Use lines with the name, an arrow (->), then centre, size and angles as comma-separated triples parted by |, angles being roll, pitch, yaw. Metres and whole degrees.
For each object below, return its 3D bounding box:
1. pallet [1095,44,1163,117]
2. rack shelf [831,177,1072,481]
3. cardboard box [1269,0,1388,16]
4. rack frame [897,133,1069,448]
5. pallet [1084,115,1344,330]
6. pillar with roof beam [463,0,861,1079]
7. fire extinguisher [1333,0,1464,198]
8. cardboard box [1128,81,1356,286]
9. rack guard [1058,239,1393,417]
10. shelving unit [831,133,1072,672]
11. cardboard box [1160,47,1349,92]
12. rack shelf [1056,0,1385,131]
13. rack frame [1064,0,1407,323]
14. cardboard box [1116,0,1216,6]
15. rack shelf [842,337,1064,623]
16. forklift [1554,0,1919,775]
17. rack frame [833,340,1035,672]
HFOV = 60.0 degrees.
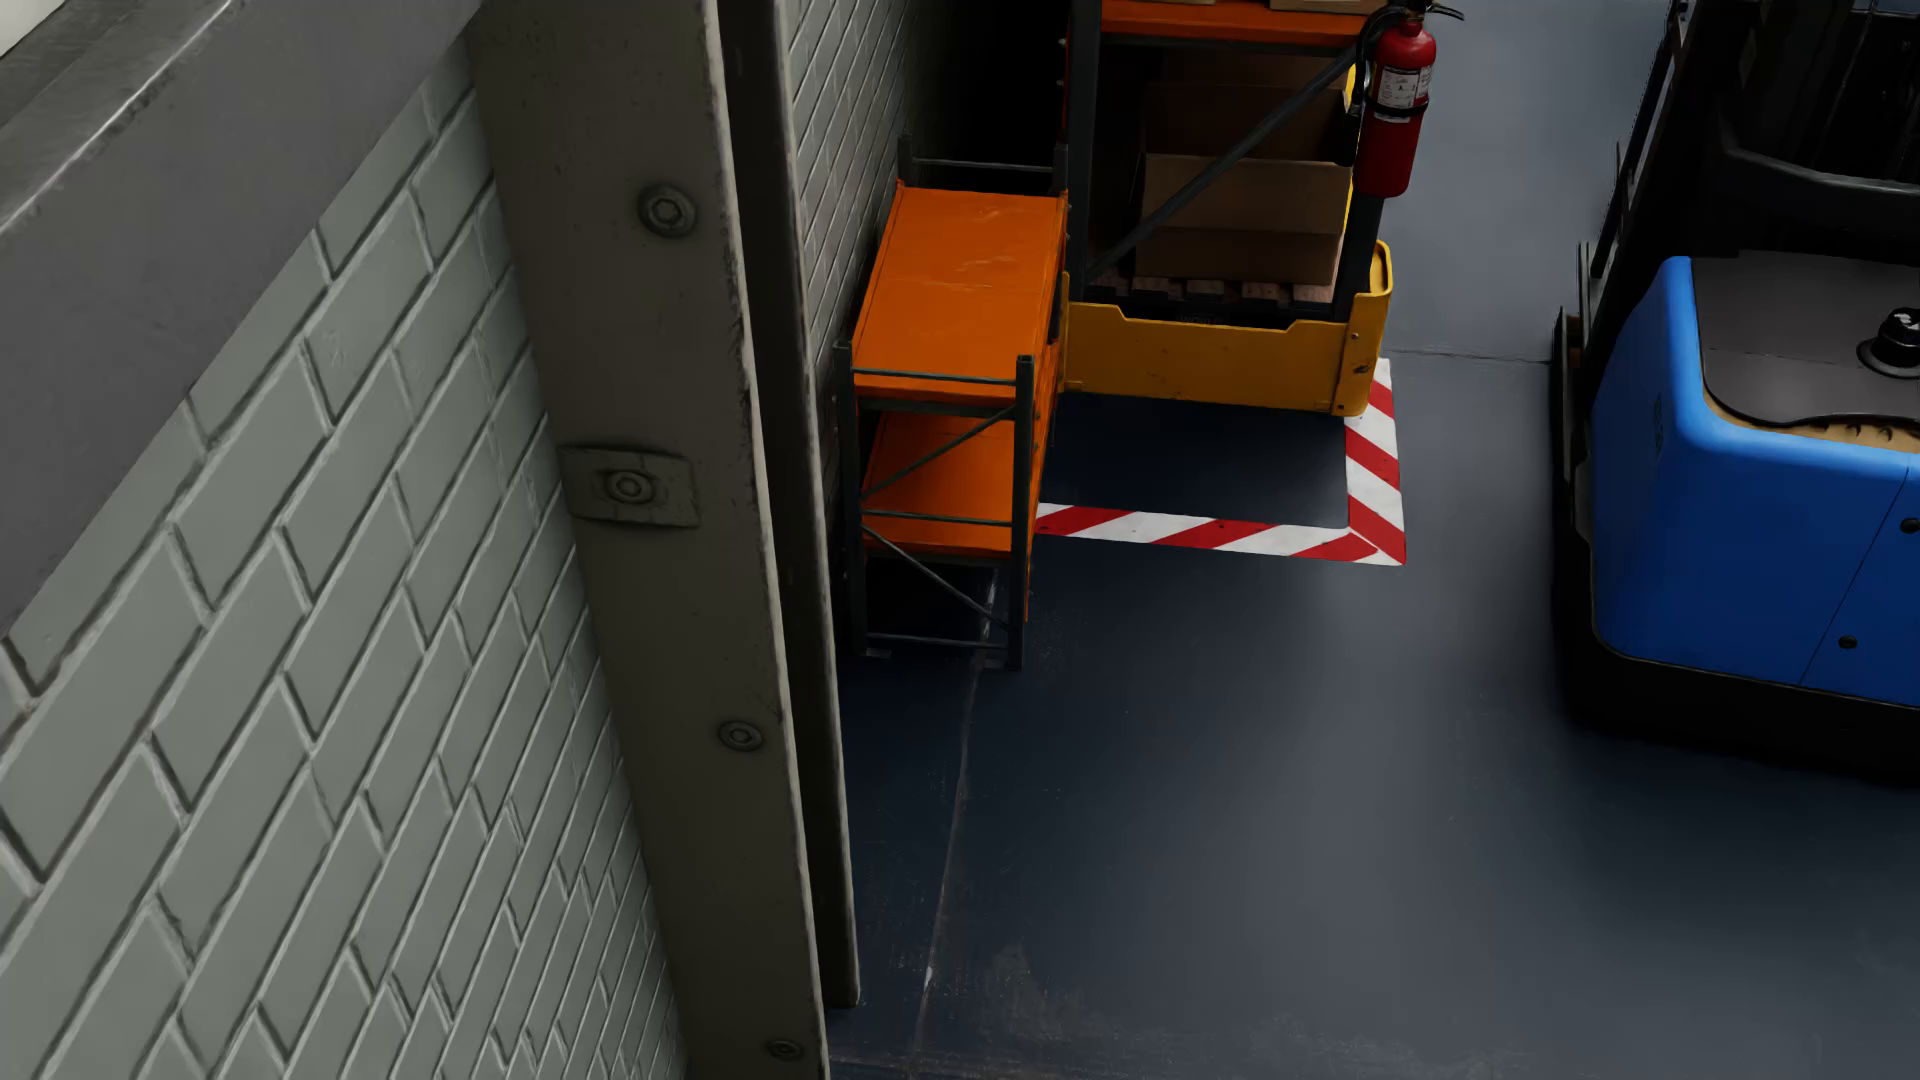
pallet -> 1.106, -2.036, 7.247 | 1.003, 0.211, 1.213 | 5, 44, 6
rack shelf -> 0.000, -0.617, 4.657 | 0.538, 0.278, 1.000 | 5, 44, 5
cardboard box -> 1.143, -1.732, 5.080 | 0.380, 0.149, 0.250 | 5, 44, 5
rack frame -> 0.067, -0.751, 5.225 | 0.500, 1.125, 0.032 | 5, 44, 5
pallet -> 0.942, -1.207, 6.371 | 1.003, 0.211, 1.213 | 5, 44, 6
pillar with roof beam -> 3.845, -1.656, 0.454 | 9.100, 9.000, 0.400 | 5, 44, 6
fire extinguisher -> 1.266, -1.319, 4.788 | 0.296, 0.674, 0.183 | 5, 44, 6
cardboard box -> 1.002, -1.279, 5.929 | 0.797, 0.503, 0.637 | 4, 44, 4
rack guard -> 0.837, -0.768, 5.698 | 1.175, 0.500, 0.348 | 5, 44, 6
shelving unit -> 0.000, -0.404, 4.859 | 0.538, 1.125, 1.048 | 5, 44, 5
cardboard box -> 1.154, -1.856, 6.542 | 0.700, 0.500, 0.500 | 7, 44, 7
rack shelf -> 1.092, -2.726, 6.471 | 1.077, 0.370, 4.000 | 5, 44, 6
rack frame -> 0.827, -1.624, 4.784 | 1.000, 3.000, 0.127 | 5, 44, 6
cardboard box -> 0.605, -1.783, 5.135 | 0.380, 0.149, 0.250 | 5, 44, 5
rack shelf -> 0.001, -0.227, 5.027 | 0.538, 0.278, 1.000 | 5, 44, 5
forklift -> 2.589, -1.453, 4.653 | 1.130, 2.935, 3.031 | 10, 44, 10
rack frame -> -0.066, -0.058, 4.493 | 0.500, 1.125, 0.032 | 5, 44, 5
